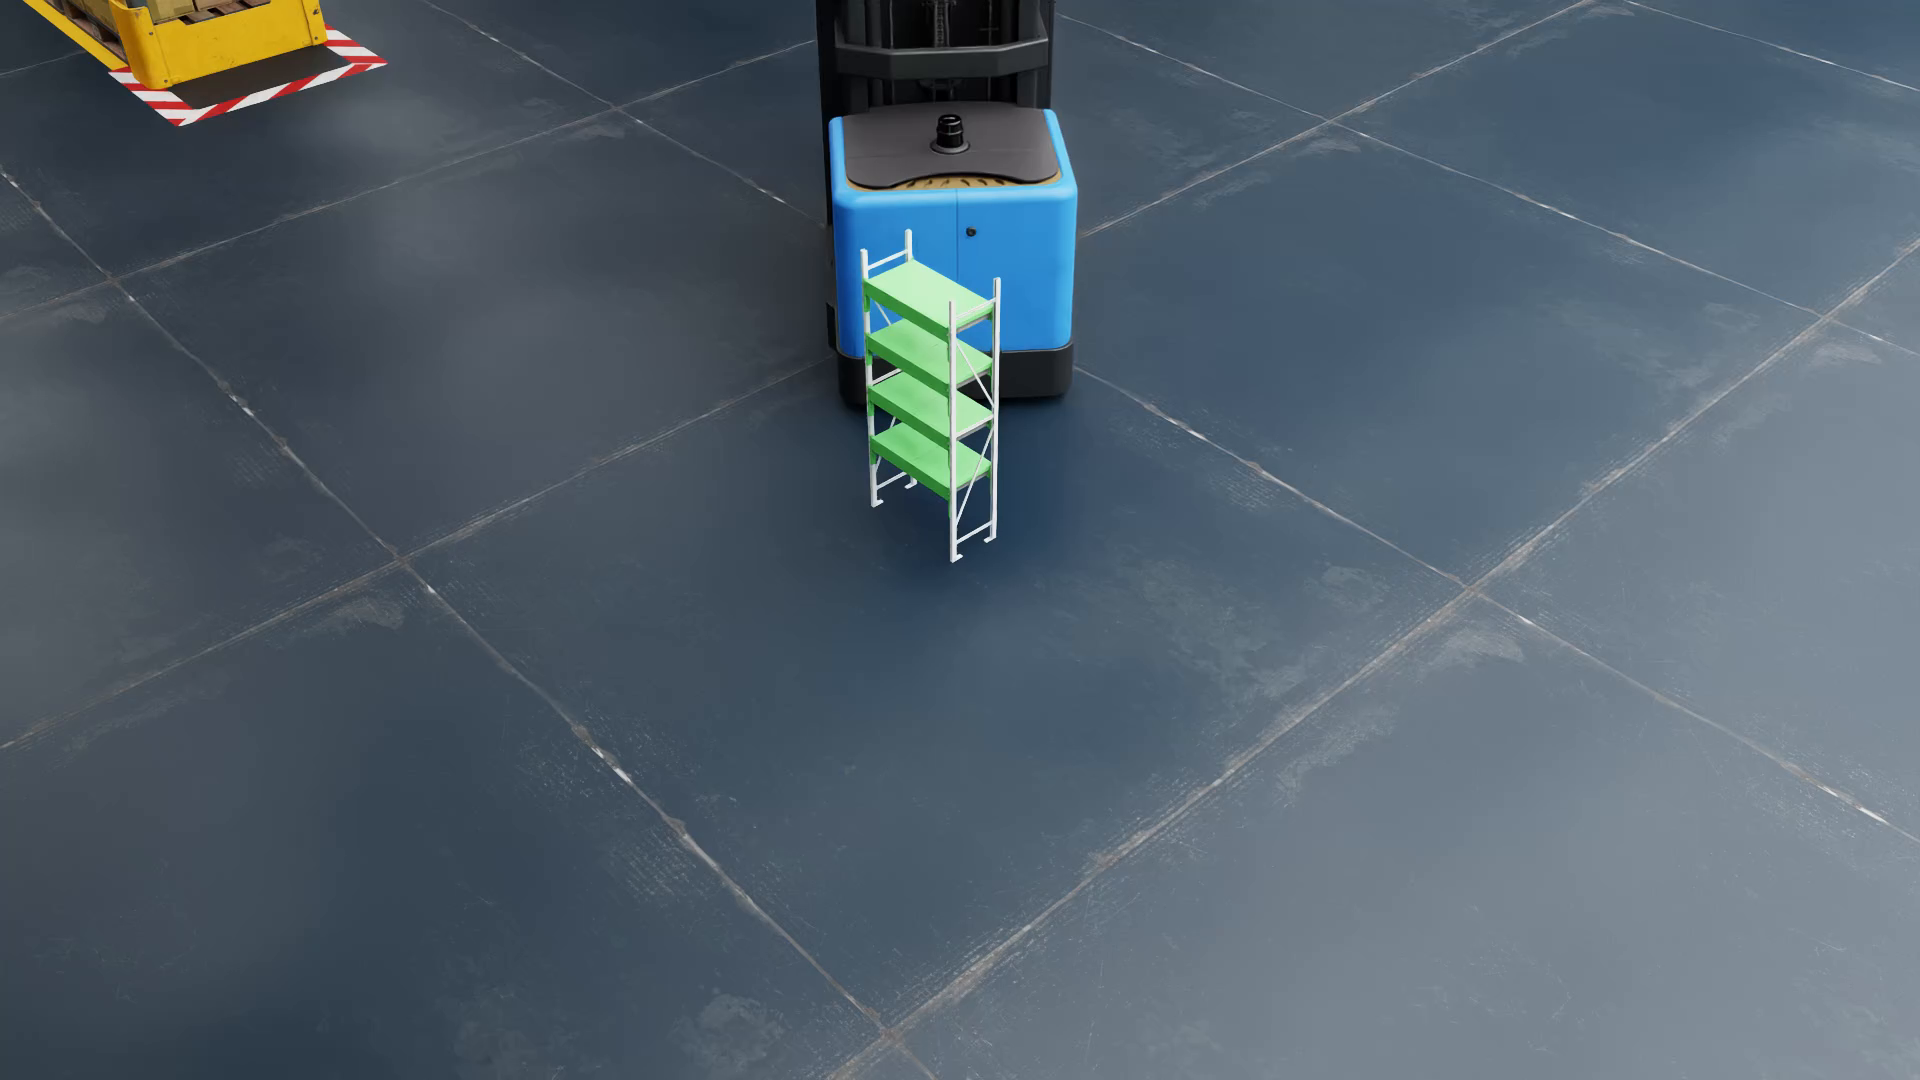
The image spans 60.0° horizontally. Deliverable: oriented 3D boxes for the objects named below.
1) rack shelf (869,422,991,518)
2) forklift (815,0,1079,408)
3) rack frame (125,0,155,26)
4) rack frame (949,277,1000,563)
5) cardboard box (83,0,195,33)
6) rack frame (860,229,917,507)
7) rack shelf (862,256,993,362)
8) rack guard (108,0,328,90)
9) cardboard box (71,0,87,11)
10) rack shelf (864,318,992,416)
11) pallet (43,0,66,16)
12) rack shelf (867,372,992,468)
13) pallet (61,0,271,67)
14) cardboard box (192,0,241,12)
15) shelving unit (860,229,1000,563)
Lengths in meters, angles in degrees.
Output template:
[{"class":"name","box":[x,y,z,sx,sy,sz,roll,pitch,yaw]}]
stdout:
[{"class":"rack shelf","box":[-0.112,-0.307,6.659,0.258,0.148,0.480,-30,48,-32]},{"class":"forklift","box":[-0.133,-2.639,7.685,1.130,2.935,3.031,-3,39,-4]},{"class":"rack frame","box":[-4.625,-4.238,9.610,1.000,3.000,0.127,-30,48,-32]},{"class":"rack frame","box":[0.053,-0.430,6.328,0.240,1.200,0.015,-30,48,-32]},{"class":"cardboard box","box":[-5.206,-3.454,10.494,0.500,0.250,0.500,-30,48,-32]},{"class":"rack frame","box":[-0.277,-0.656,6.608,0.240,1.200,0.015,-30,48,-32]},{"class":"rack shelf","box":[-0.112,-0.867,6.206,0.258,0.148,0.480,-30,48,-32]},{"class":"rack guard","box":[-4.609,-3.255,10.382,1.175,0.500,0.348,-30,48,-32]},{"class":"cardboard box","box":[-5.553,-3.681,10.774,0.500,0.250,0.500,-30,48,-32]},{"class":"rack shelf","box":[-0.112,-0.680,6.357,0.258,0.148,0.480,-30,48,-32]},{"class":"pallet","box":[-5.994,-4.054,11.601,1.003,0.211,1.213,-30,48,-32]},{"class":"rack shelf","box":[-0.112,-0.494,6.508,0.258,0.148,0.480,-30,48,-32]},{"class":"pallet","box":[-5.173,-3.489,10.902,1.003,0.211,1.213,-30,48,-32]},{"class":"cardboard box","box":[-4.824,-3.675,10.767,0.500,0.250,0.500,-30,48,-32]},{"class":"shelving unit","box":[-0.112,-0.543,6.468,0.258,1.200,0.503,-30,48,-32]}]
